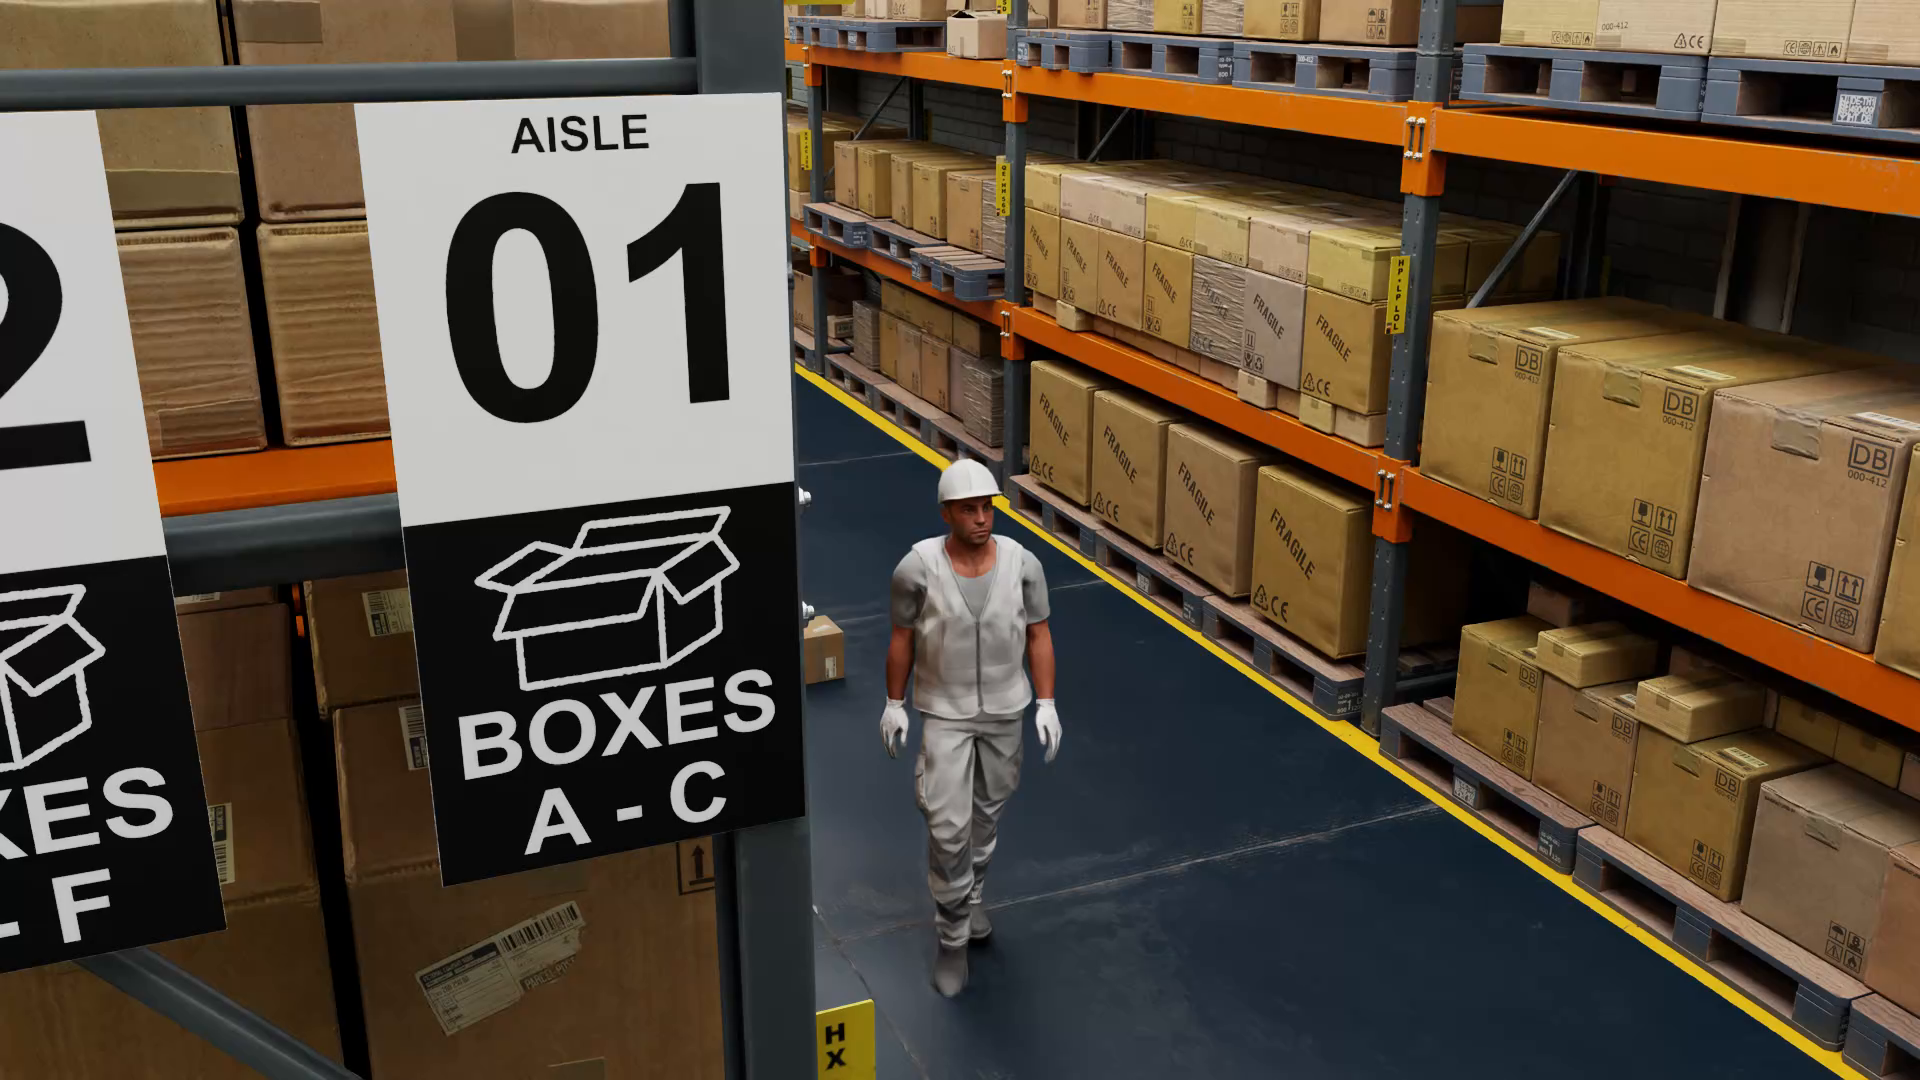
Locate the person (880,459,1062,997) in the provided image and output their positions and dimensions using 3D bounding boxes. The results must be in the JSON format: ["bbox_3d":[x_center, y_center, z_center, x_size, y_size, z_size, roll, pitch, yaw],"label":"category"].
[{"bbox_3d":[0.038,0.628,5.680,0.588,1.846,0.534,-5,19,-14],"label":"person"}]
